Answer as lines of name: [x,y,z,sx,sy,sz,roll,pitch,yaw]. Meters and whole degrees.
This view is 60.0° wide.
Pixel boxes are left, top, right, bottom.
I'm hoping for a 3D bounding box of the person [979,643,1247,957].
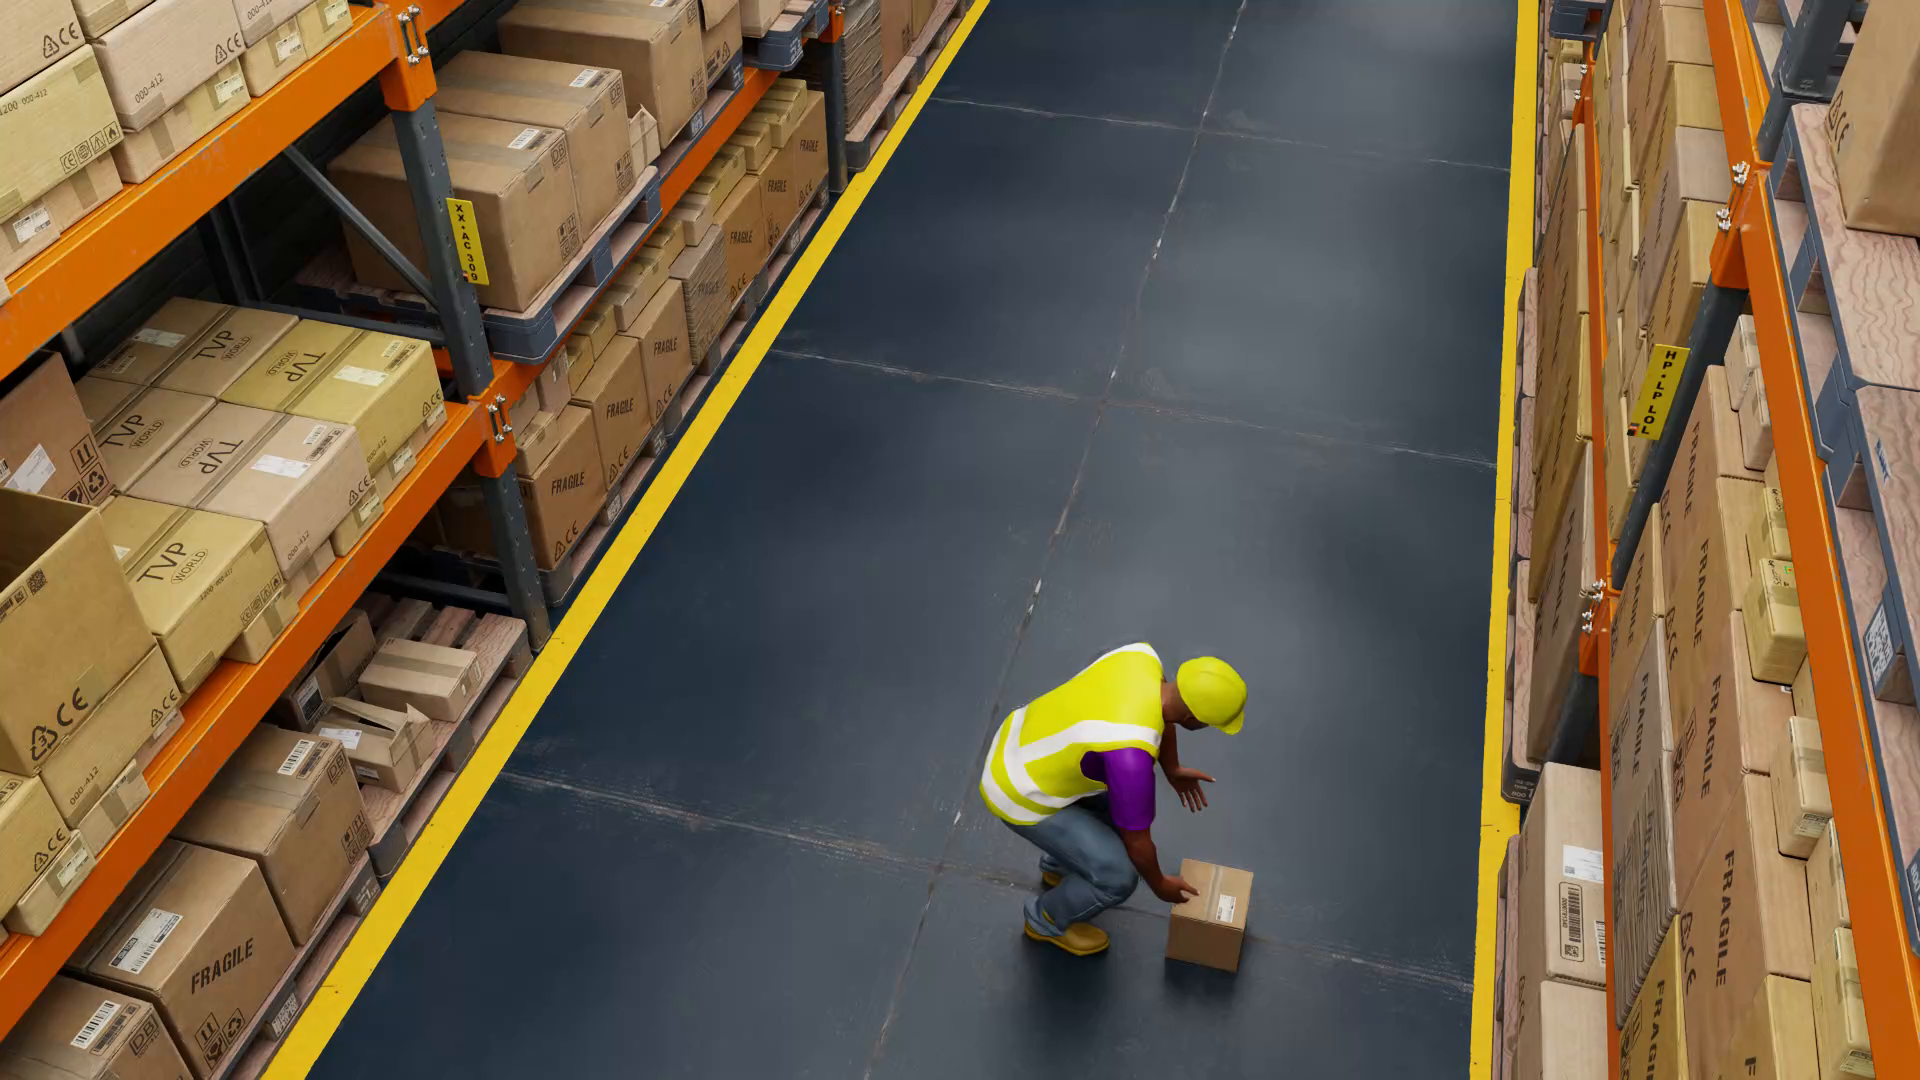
person: [0.491,0.821,5.559,0.817,1.283,0.627,10,42,11]
